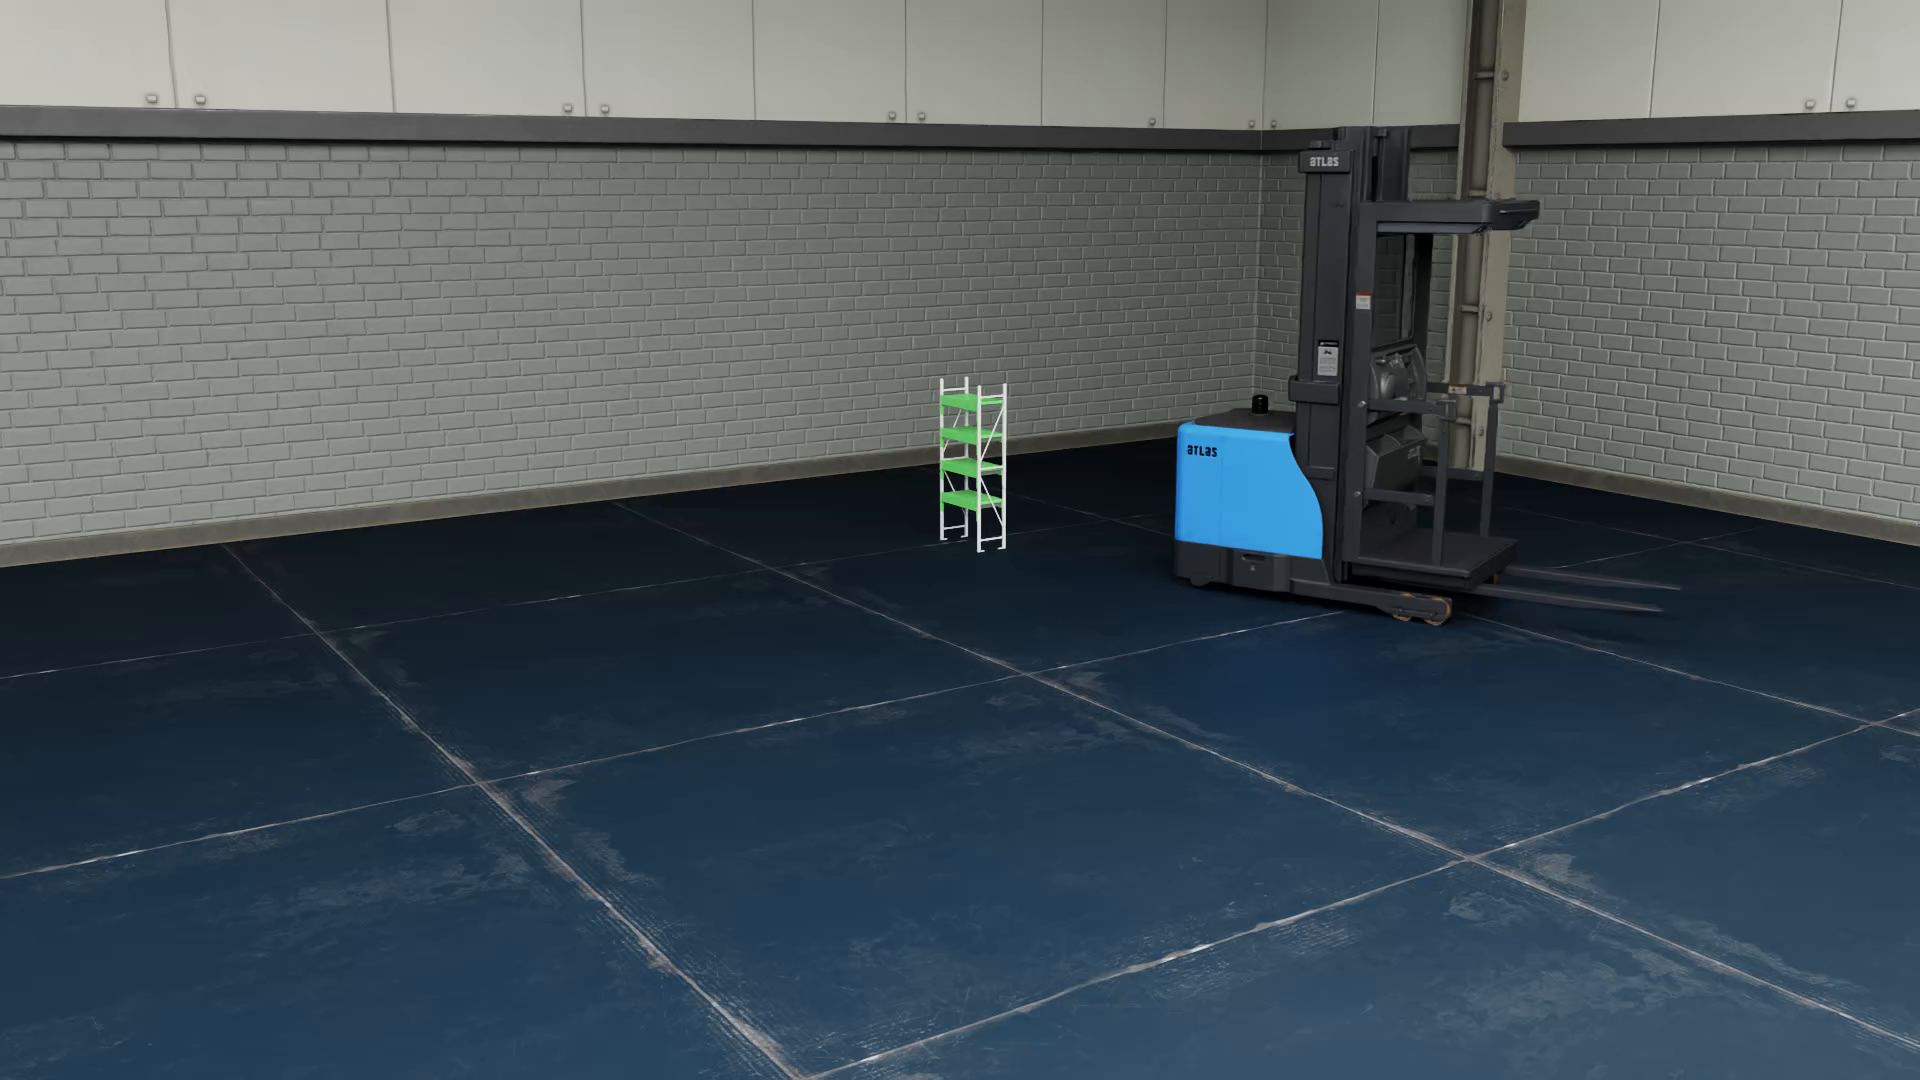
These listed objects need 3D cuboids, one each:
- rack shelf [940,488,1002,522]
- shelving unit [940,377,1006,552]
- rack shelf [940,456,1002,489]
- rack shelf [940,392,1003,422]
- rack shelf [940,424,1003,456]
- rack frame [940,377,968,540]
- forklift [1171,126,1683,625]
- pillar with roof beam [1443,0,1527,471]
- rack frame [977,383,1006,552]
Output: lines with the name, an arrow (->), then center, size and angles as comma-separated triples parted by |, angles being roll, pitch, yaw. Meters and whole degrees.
rack shelf -> 0.092, -0.260, 12.164 | 0.258, 0.148, 0.480 | -8, 15, -33
shelving unit -> 0.092, -0.557, 12.099 | 0.258, 1.200, 0.503 | -8, 15, -33
rack shelf -> 0.092, -0.494, 12.113 | 0.258, 0.148, 0.480 | -8, 15, -33
rack shelf -> 0.092, -0.963, 12.010 | 0.258, 0.148, 0.480 | -8, 15, -33
rack shelf -> 0.092, -0.729, 12.061 | 0.258, 0.148, 0.480 | -8, 15, -33
rack frame -> -0.043, -0.600, 12.297 | 0.240, 1.200, 0.015 | -8, 15, -33
forklift -> 2.909, -1.047, 10.288 | 3.031, 2.935, 1.130 | 8, 15, 32
pillar with roof beam -> 1.089, -4.541, 12.061 | 9.100, 9.000, 0.400 | -8, 15, -33
rack frame -> 0.227, -0.513, 11.901 | 0.240, 1.200, 0.015 | -8, 15, -33
